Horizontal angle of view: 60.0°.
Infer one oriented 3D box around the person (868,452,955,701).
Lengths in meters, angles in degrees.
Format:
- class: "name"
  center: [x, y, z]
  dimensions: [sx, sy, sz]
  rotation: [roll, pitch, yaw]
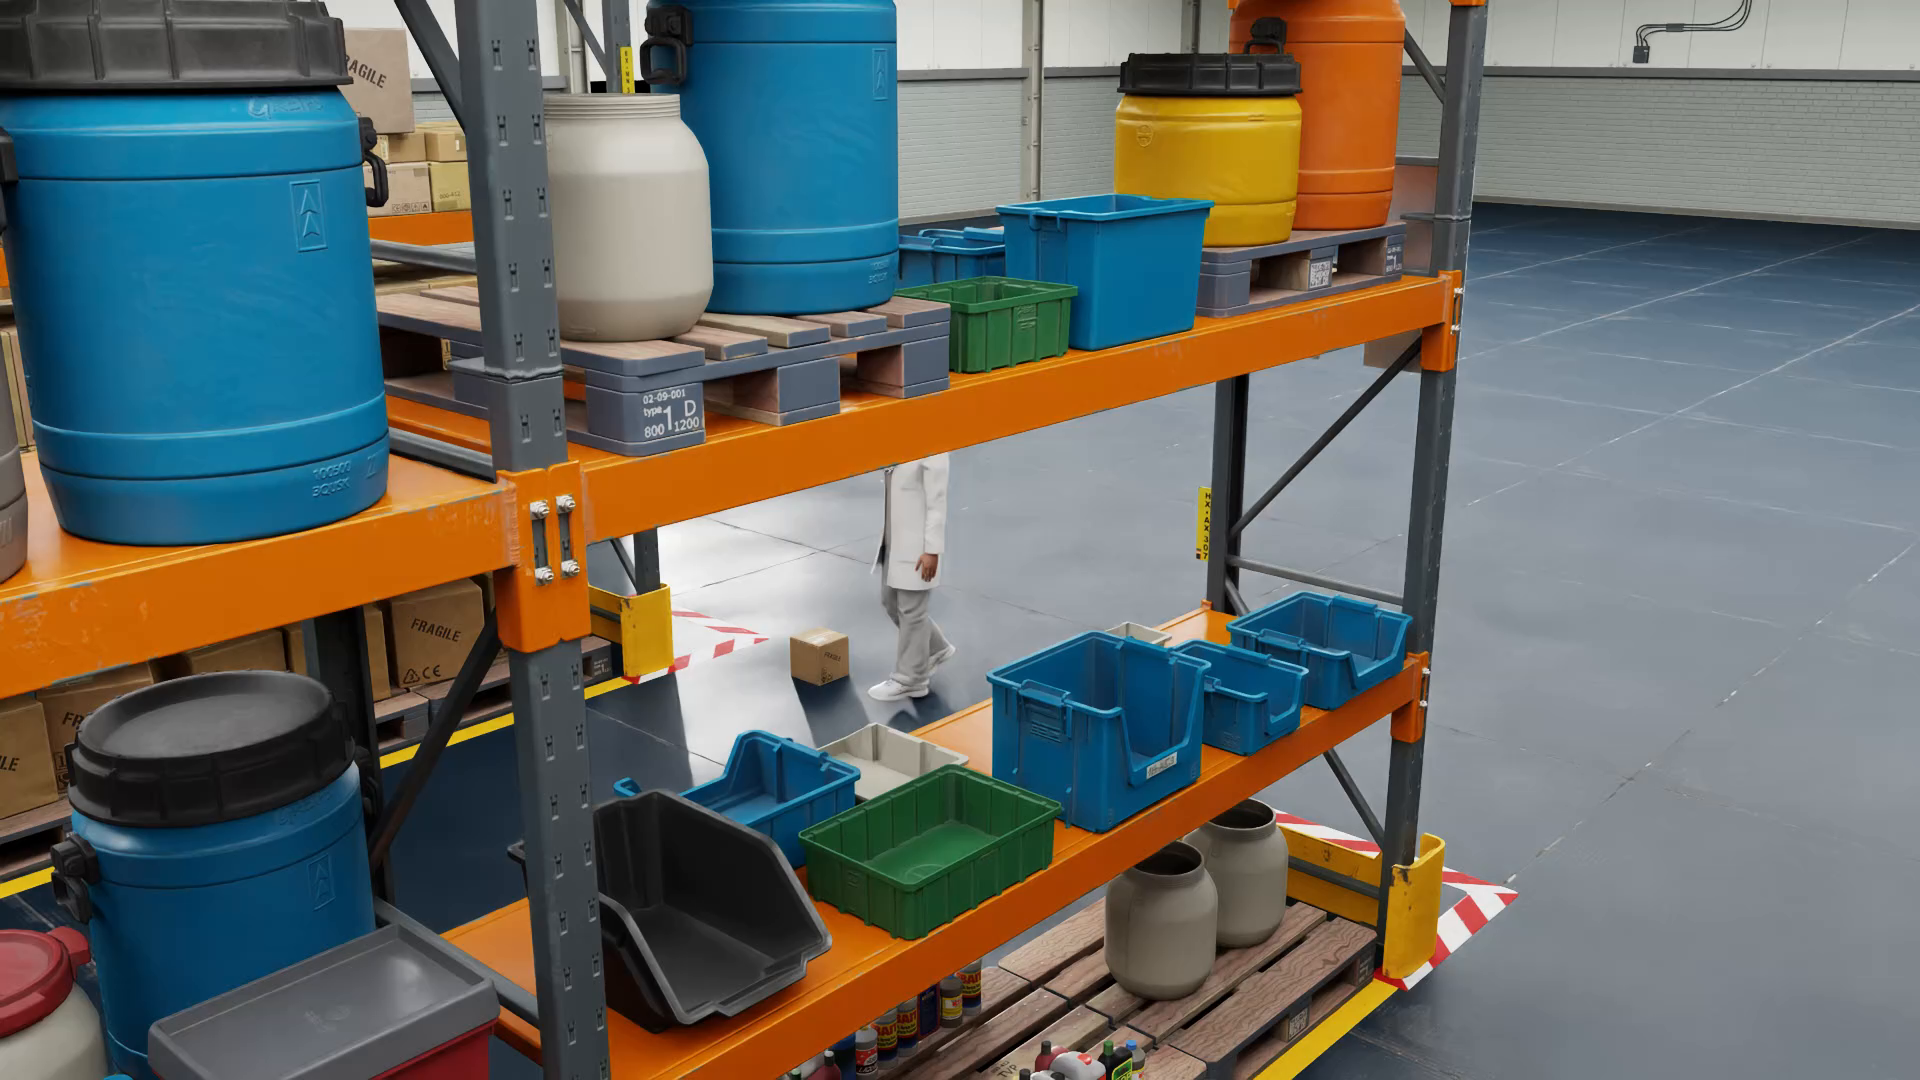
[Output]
- class: "person"
  center: [-0.271, 0.016, 9.477]
  dimensions: [0.647, 1.785, 0.629]
  rotation: [-7, 18, -22]
